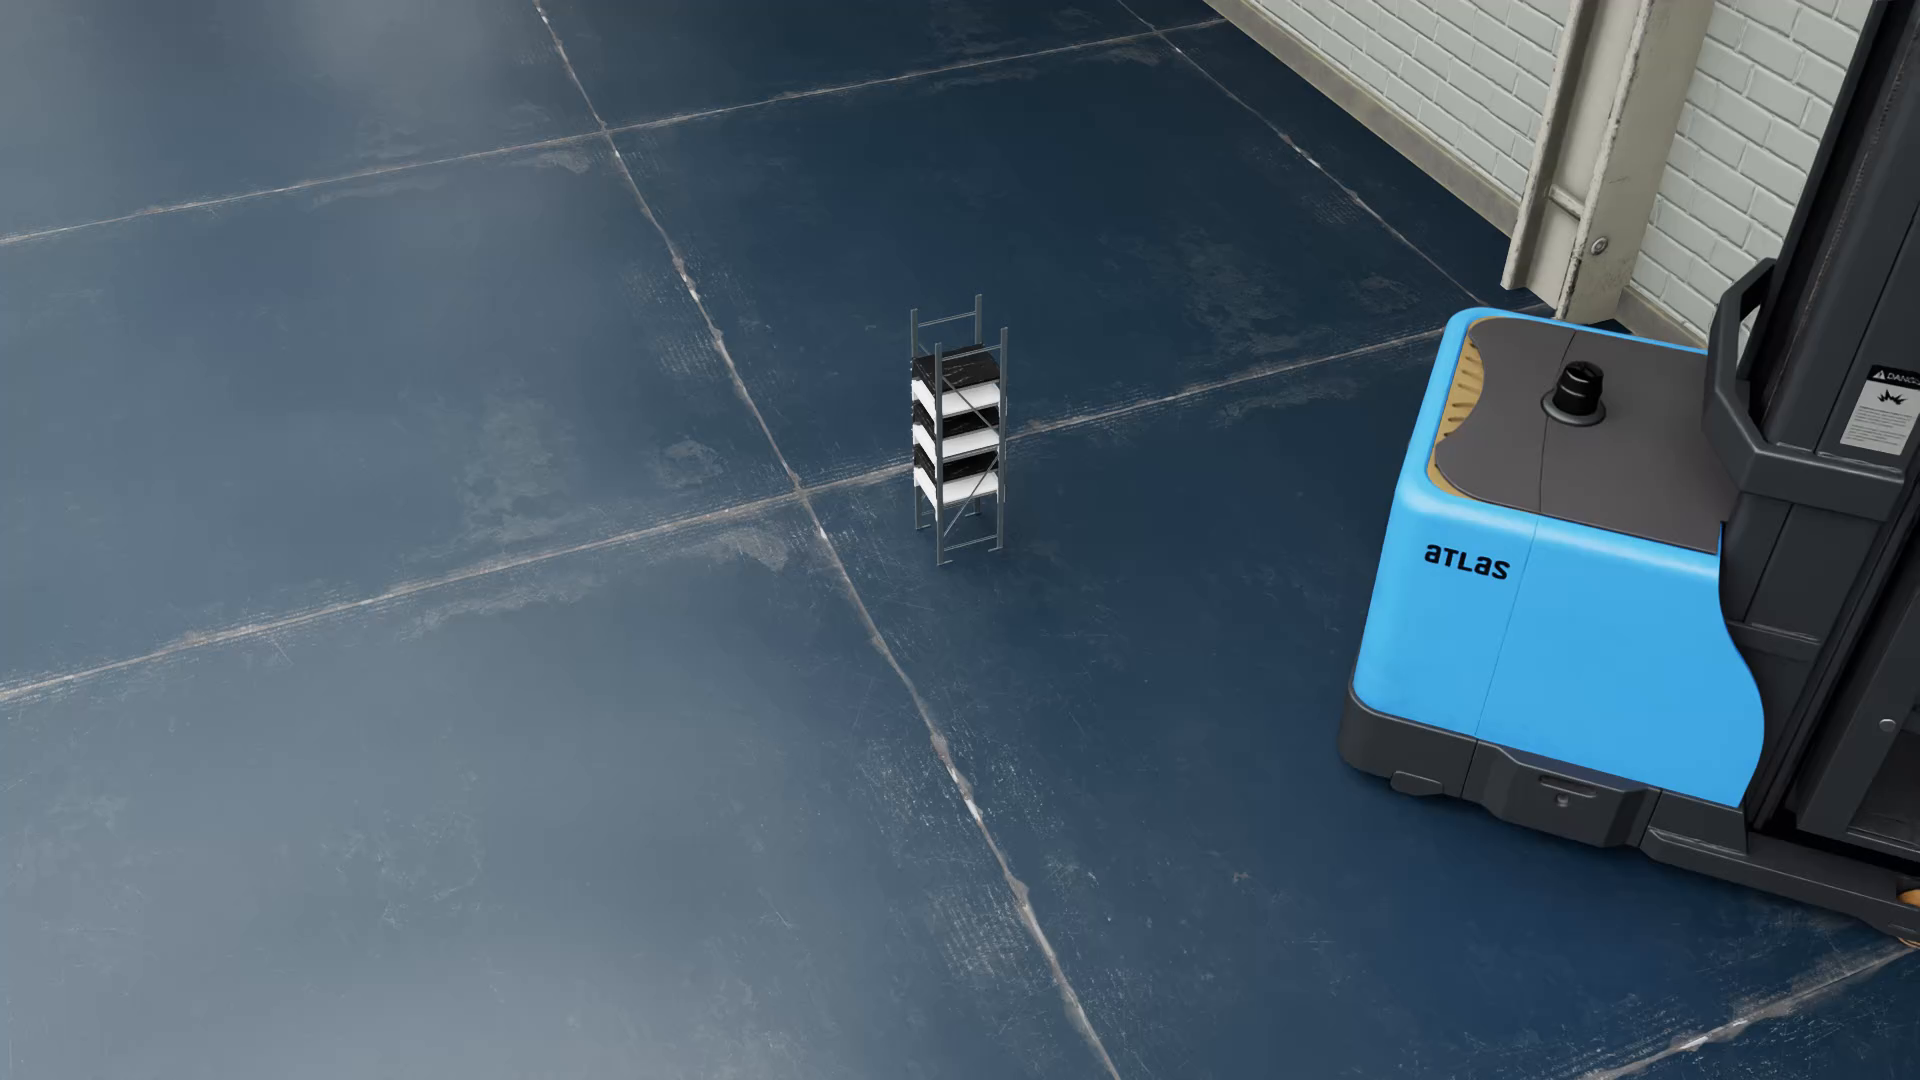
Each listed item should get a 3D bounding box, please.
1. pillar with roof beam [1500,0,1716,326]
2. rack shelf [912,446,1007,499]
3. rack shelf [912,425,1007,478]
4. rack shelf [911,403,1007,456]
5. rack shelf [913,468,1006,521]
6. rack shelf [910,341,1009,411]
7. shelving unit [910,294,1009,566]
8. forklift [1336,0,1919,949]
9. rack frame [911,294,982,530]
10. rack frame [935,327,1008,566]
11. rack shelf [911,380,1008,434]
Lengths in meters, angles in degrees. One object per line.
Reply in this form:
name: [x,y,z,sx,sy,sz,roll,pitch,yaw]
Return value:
pillar with roof beam: [-1.487,-3.337,2.729,9.100,9.000,0.400,-15,43,-17]
rack shelf: [-0.003,-0.253,5.543,0.258,0.077,0.200,-15,43,-17]
rack shelf: [-0.003,-0.321,5.484,0.258,0.077,0.200,-15,43,-17]
rack shelf: [-0.003,-0.389,5.425,0.258,0.077,0.200,-15,43,-17]
rack shelf: [-0.003,-0.184,5.601,0.258,0.077,0.200,-15,43,-17]
rack shelf: [-0.003,-0.526,5.308,0.258,0.077,0.200,-15,43,-17]
shelving unit: [-0.003,-0.346,5.462,0.258,0.900,0.210,-15,43,-17]
forklift: [2.686,-0.360,3.921,3.031,2.935,1.130,14,43,16]
rack frame: [-0.042,-0.407,5.534,0.240,0.900,0.006,-15,43,-17]
rack frame: [0.036,-0.285,5.391,0.240,0.900,0.006,-15,43,-17]
rack shelf: [-0.003,-0.457,5.367,0.258,0.077,0.200,-15,43,-17]
